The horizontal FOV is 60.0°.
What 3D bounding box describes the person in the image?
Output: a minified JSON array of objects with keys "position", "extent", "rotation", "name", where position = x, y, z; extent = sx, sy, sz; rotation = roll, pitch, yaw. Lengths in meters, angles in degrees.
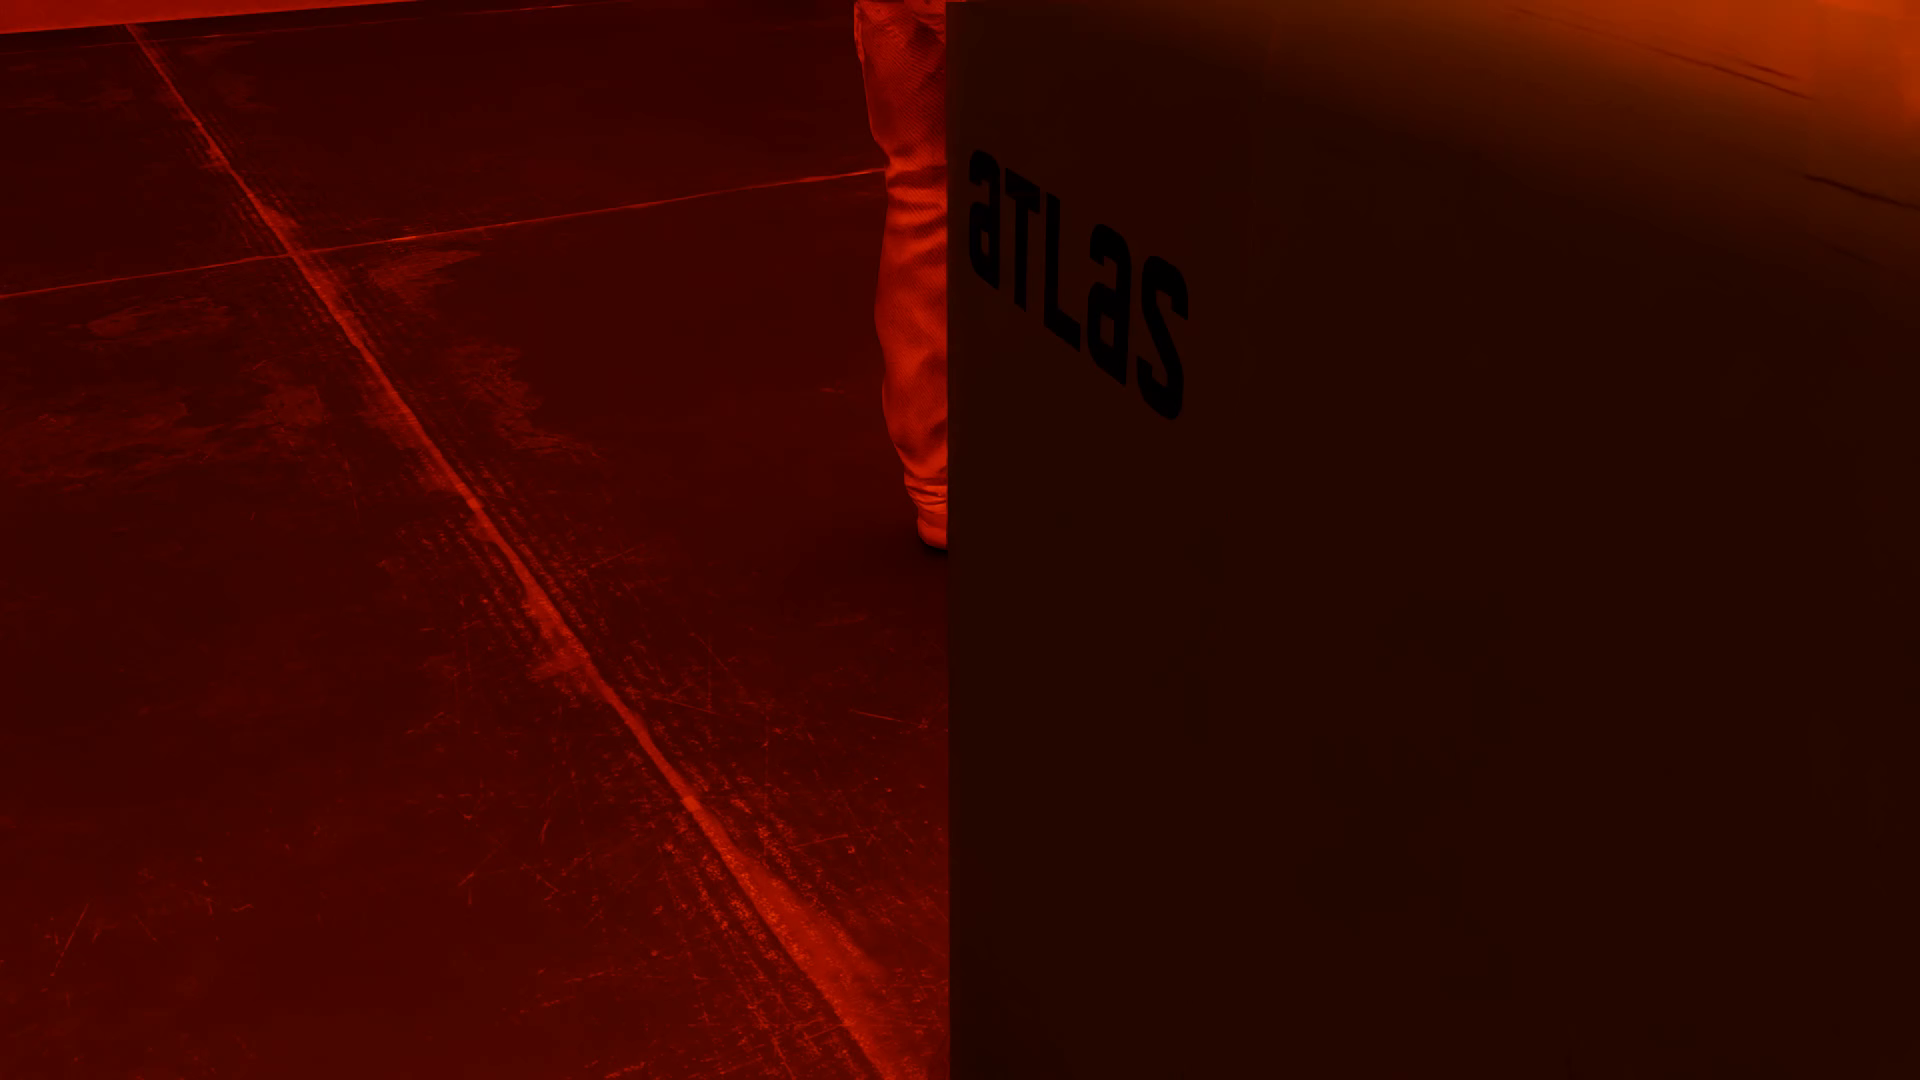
[{"position":[0.067,-0.815,2.120],"extent":[0.575,1.784,0.656],"rotation":[-15,30,-26],"name":"person"}]
